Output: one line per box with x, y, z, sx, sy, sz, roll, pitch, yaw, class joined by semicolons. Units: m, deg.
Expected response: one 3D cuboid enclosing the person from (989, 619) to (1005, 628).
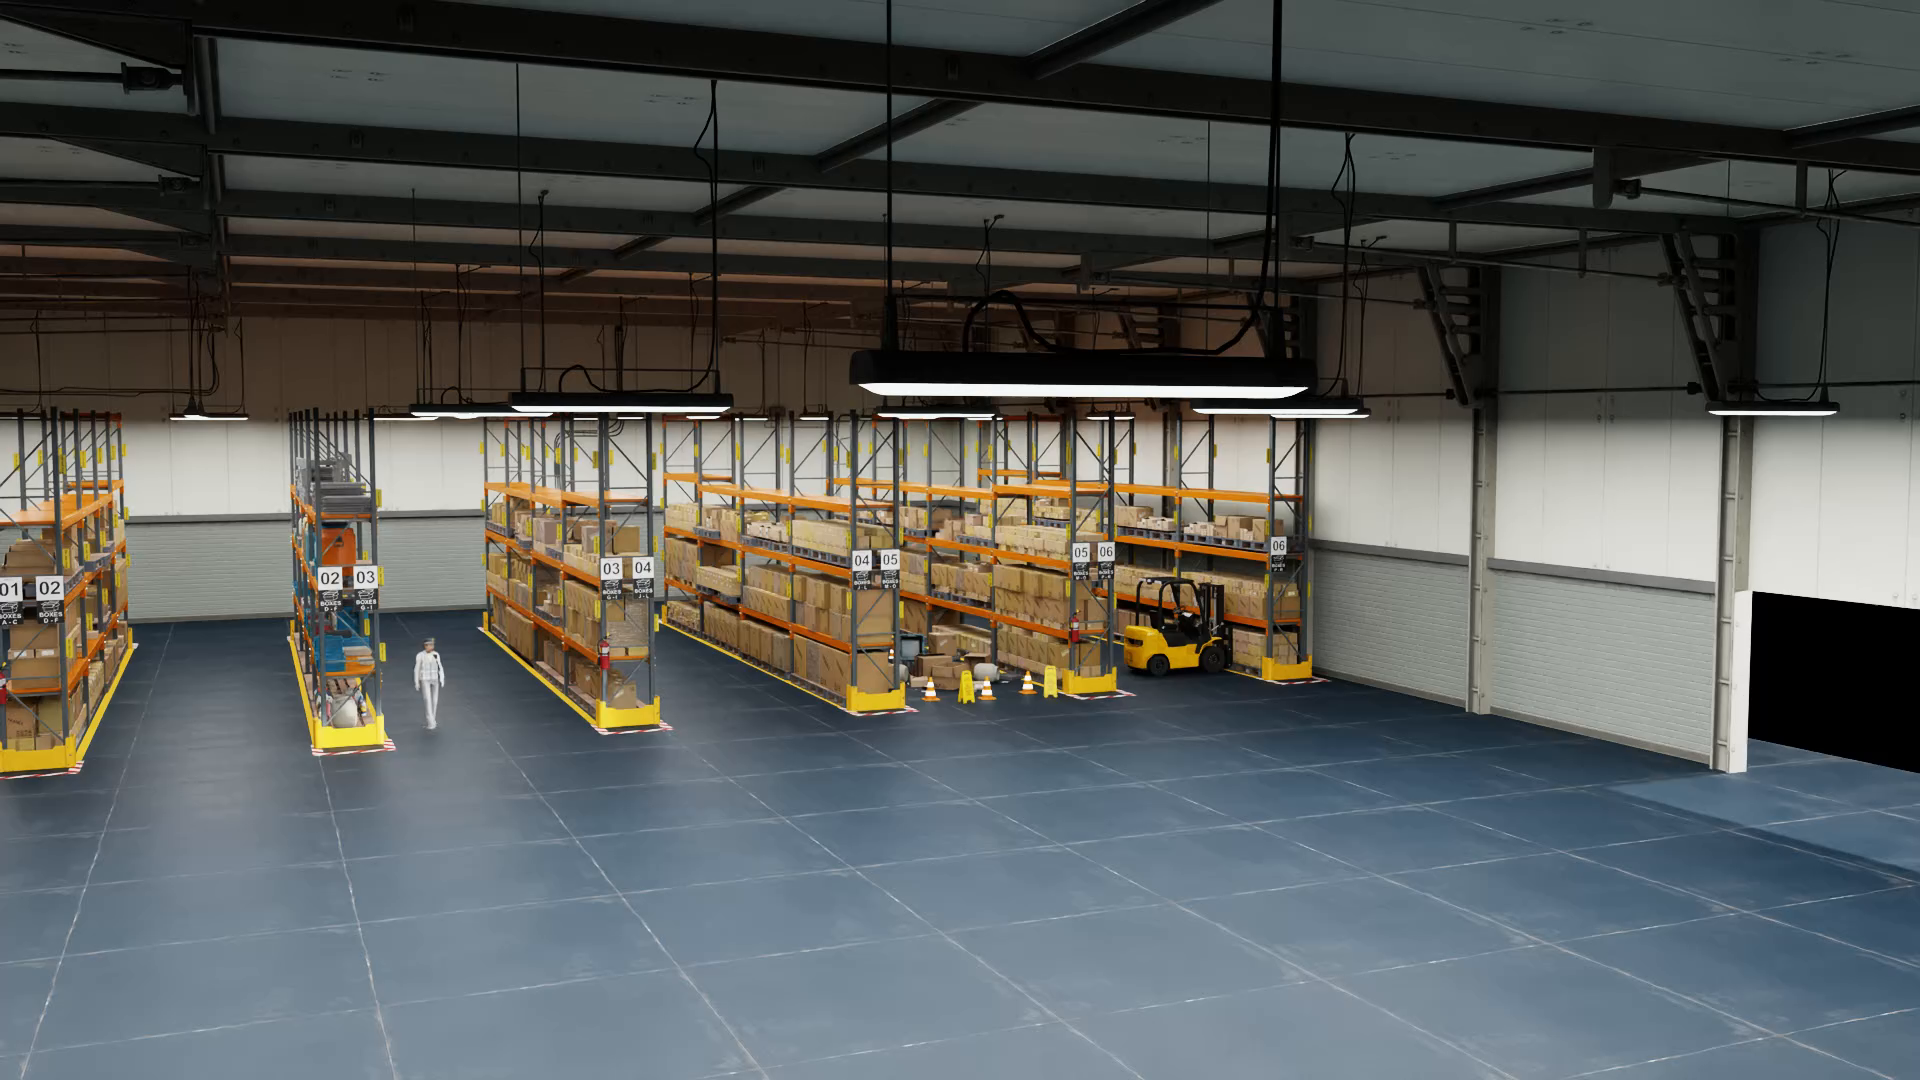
1.006;1.646;44.295;0.488;1.581;0.526;4;5;41;person

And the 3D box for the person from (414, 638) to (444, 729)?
-9.992;2.707;31.476;0.519;1.675;0.757;-3;5;-38;person

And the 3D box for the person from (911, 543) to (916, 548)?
-1.513;0.959;55.301;0.880;1.755;0.553;-2;4;-27;person
